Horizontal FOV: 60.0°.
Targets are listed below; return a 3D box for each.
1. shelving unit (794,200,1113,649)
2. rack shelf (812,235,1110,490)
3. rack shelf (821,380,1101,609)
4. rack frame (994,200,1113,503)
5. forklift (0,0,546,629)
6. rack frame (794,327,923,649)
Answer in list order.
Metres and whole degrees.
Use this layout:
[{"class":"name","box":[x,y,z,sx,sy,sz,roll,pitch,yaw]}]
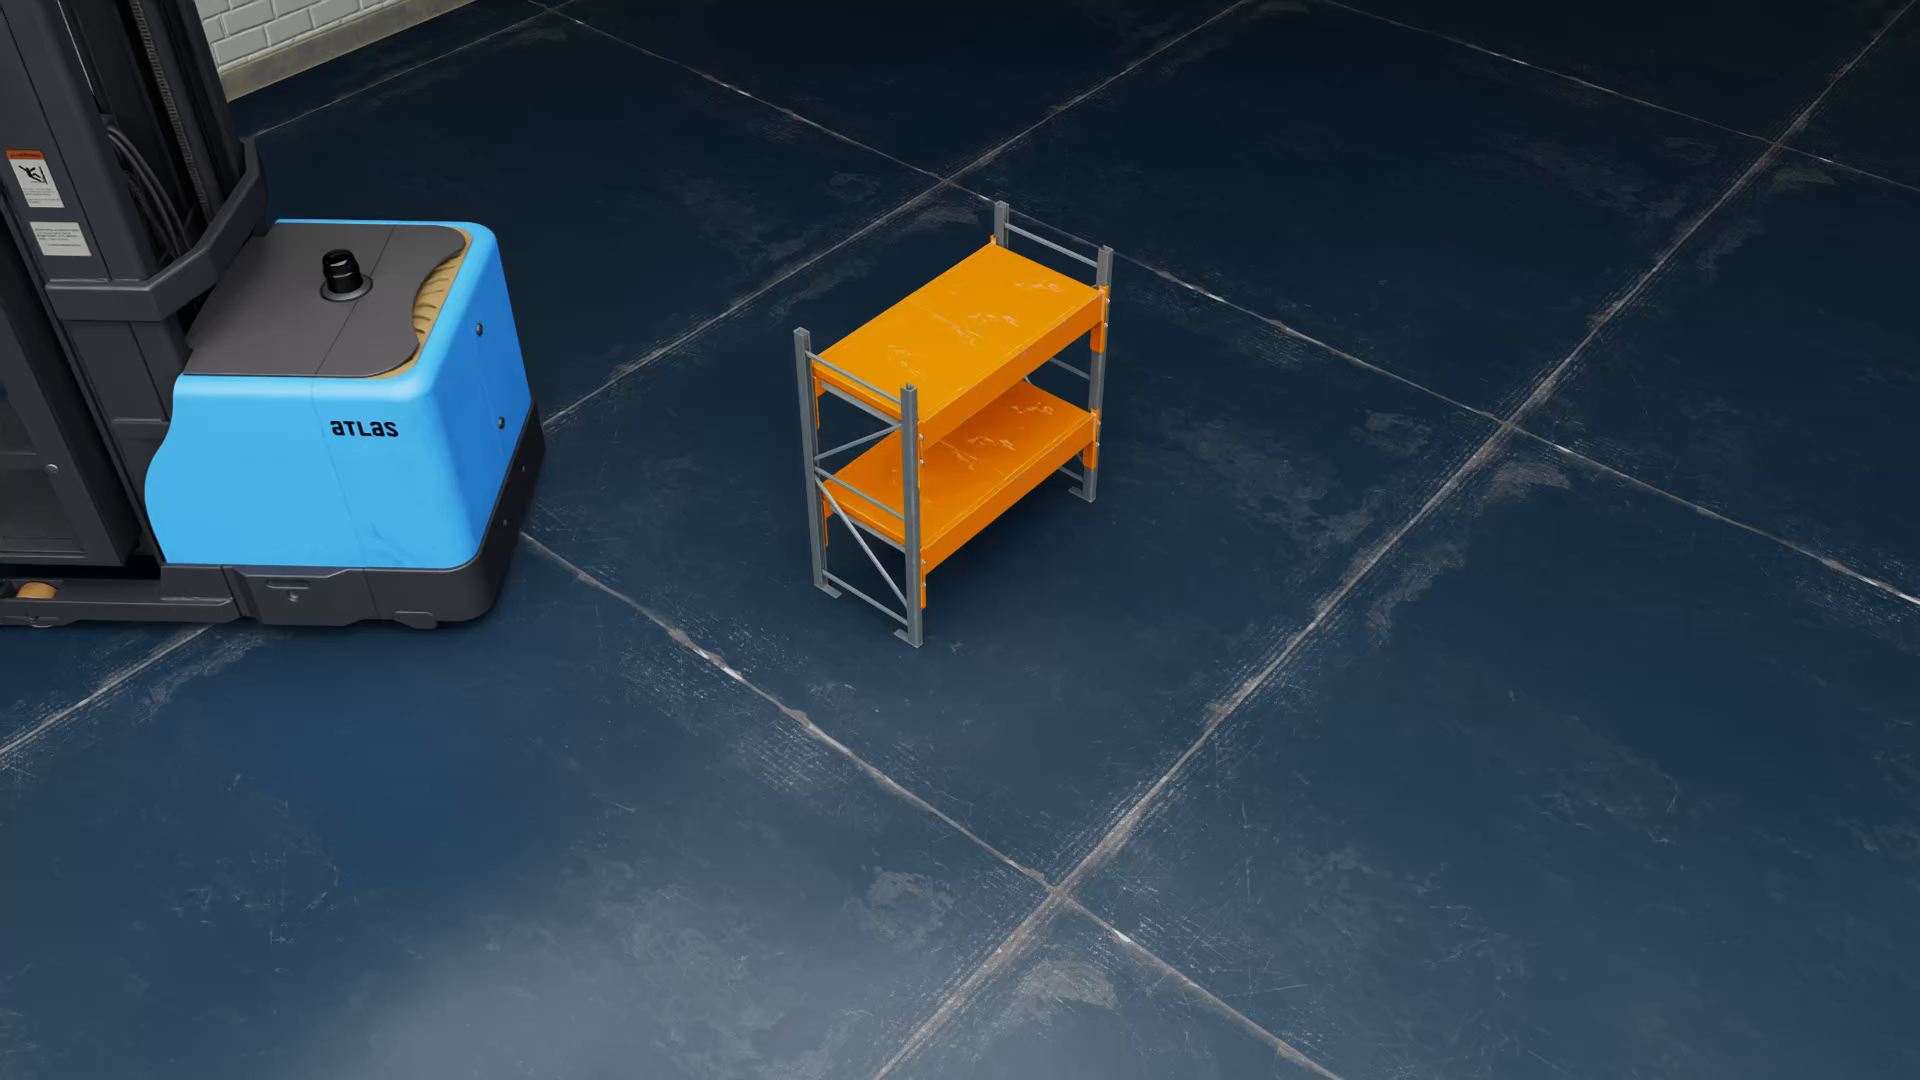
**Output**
[{"class":"shelving unit","box":[-0.004,-0.413,5.868,0.538,1.125,1.048,29,50,28]},{"class":"rack shelf","box":[-0.004,-0.629,5.671,0.538,0.278,1.000,29,50,28]},{"class":"rack shelf","box":[-0.004,-0.232,6.032,0.538,0.278,1.000,29,50,28]},{"class":"rack frame","box":[0.323,-0.674,6.156,0.500,1.125,0.032,29,50,28]},{"class":"forklift","box":[-3.155,-1.128,5.312,3.031,2.935,1.130,1,42,1]},{"class":"rack frame","box":[-0.332,-0.151,5.580,0.500,1.125,0.032,29,50,28]}]
